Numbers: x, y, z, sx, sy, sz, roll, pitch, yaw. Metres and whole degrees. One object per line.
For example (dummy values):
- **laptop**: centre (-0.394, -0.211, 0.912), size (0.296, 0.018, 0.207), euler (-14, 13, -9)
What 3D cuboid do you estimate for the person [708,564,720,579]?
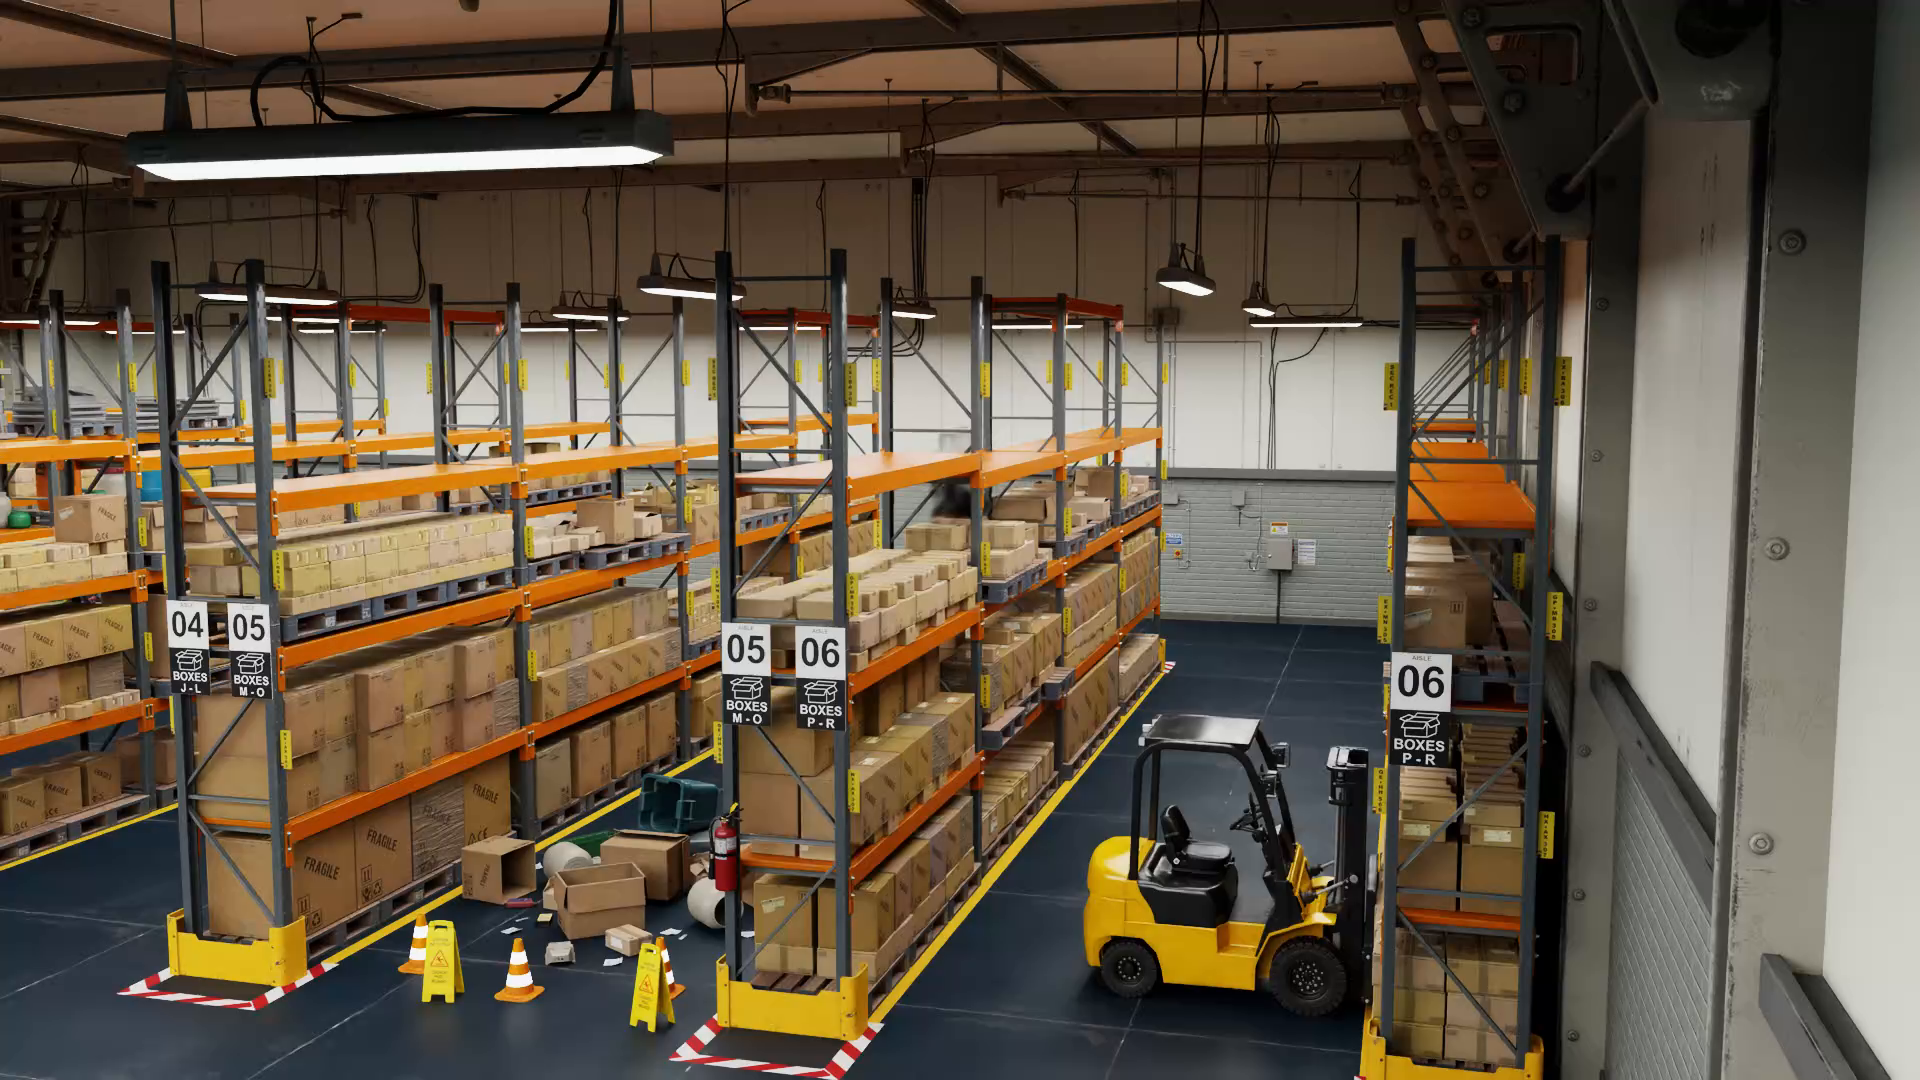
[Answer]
- **person**: centre (-4.078, 1.316, 28.262), size (0.694, 1.758, 0.828), euler (2, 6, 20)
